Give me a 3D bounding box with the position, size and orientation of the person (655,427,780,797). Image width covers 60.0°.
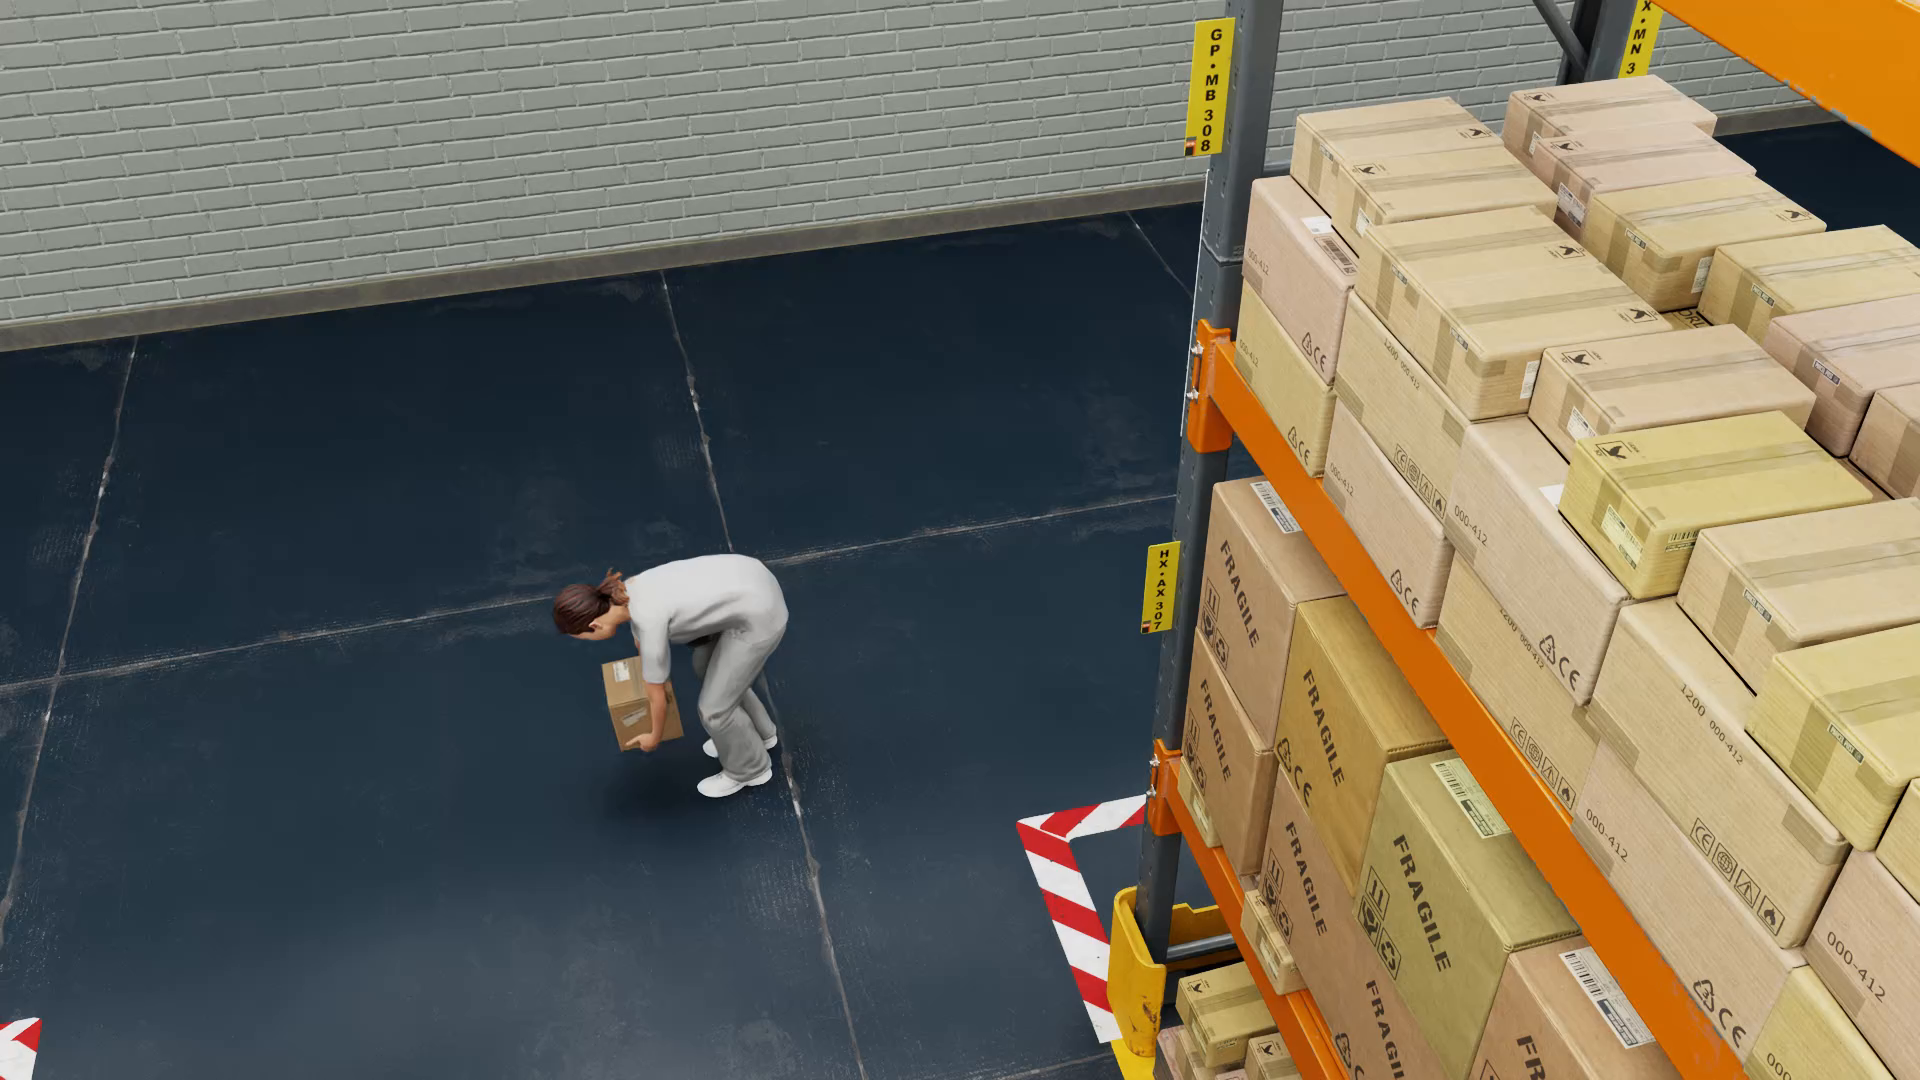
[{"bbox_3d":[-0.907,0.290,6.348,0.525,1.673,0.457,-10,39,-12],"label":"person"}]
